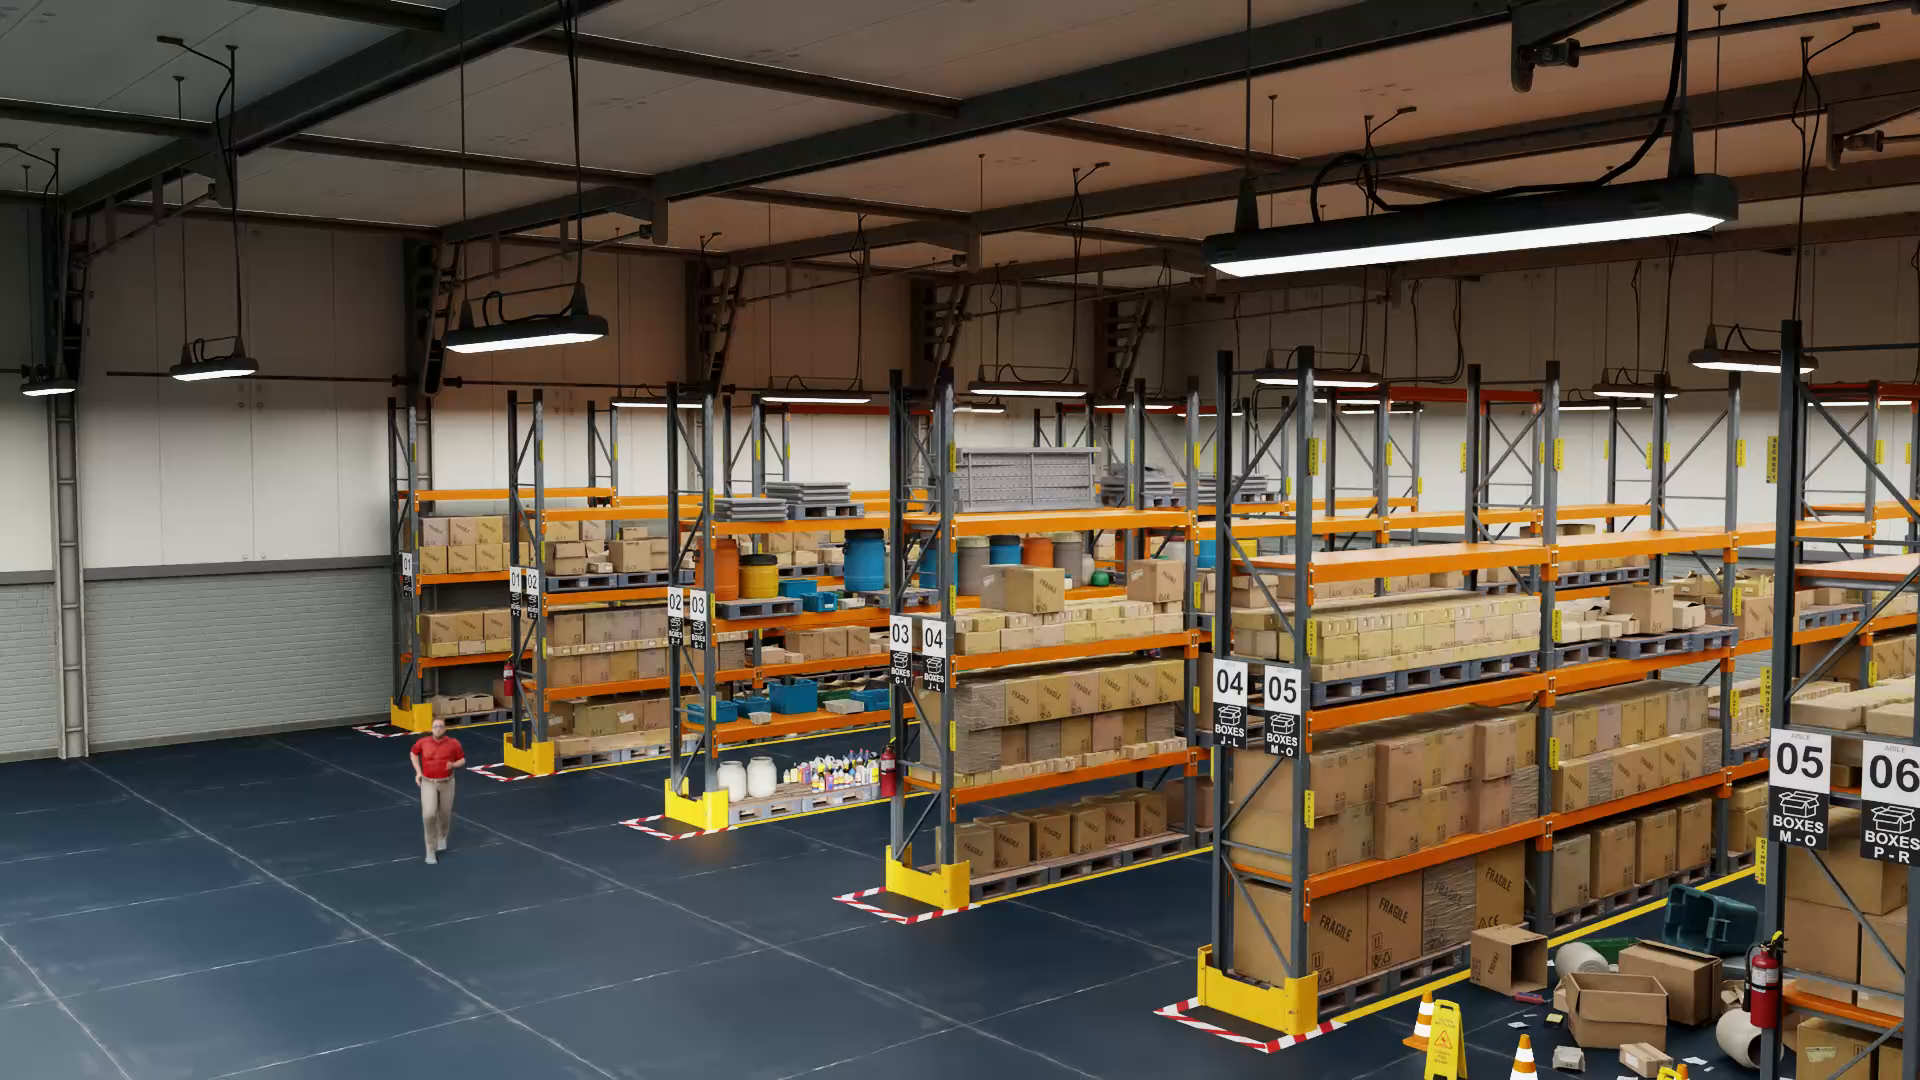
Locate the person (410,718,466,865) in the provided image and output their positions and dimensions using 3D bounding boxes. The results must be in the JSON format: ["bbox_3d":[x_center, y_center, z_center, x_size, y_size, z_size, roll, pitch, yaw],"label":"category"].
[{"bbox_3d":[-6.484,3.107,20.695,0.642,1.802,0.800,-1,4,-21],"label":"person"}]

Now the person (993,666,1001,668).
[{"bbox_3d":[0.749,2.253,30.399,0.723,1.804,0.840,3,4,42],"label":"person"}]
